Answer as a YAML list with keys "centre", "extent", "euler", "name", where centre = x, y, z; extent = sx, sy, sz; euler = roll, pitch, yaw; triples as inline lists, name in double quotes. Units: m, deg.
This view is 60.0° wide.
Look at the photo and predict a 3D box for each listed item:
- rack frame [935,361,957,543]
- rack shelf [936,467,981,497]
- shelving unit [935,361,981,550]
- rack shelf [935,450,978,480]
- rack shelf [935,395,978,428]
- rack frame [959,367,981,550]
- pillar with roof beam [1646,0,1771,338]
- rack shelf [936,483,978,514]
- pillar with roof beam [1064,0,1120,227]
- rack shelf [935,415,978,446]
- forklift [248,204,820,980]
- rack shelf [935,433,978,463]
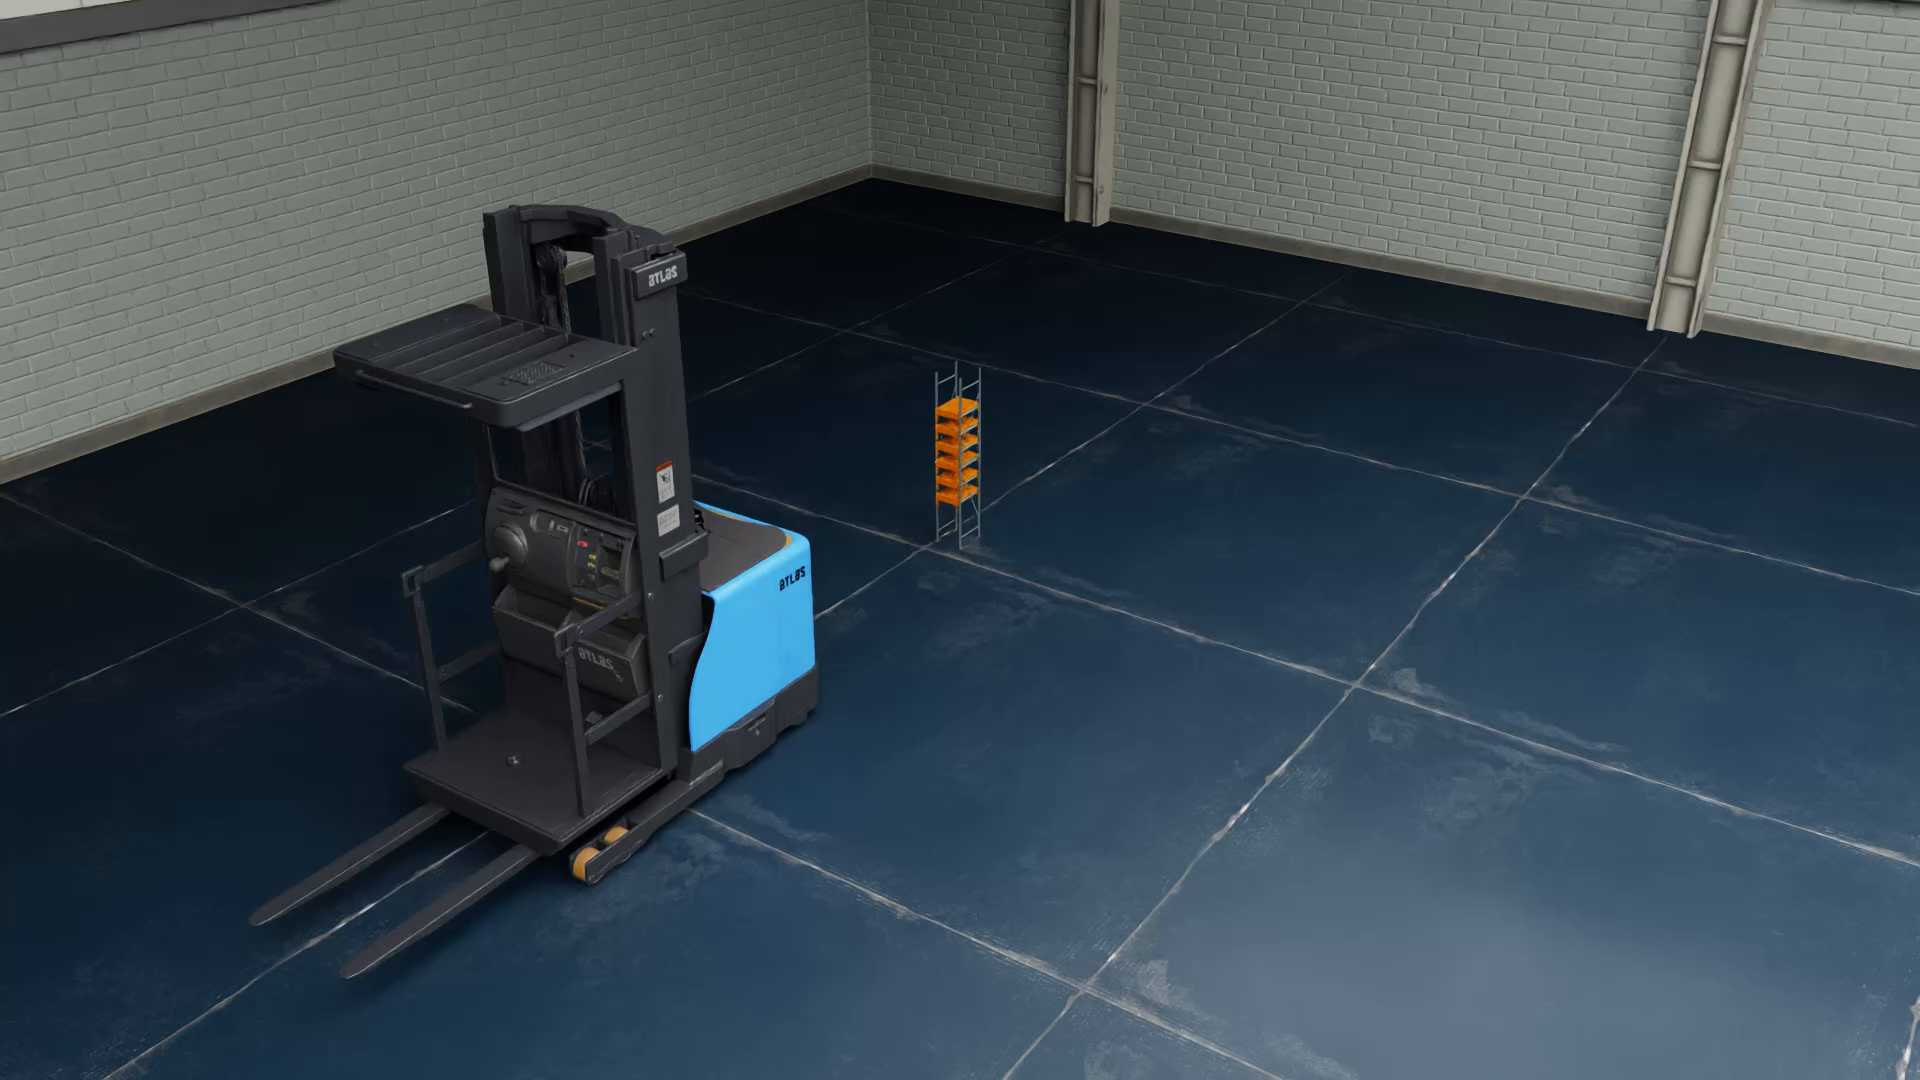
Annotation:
- centre: [-0.087, -0.562, 10.805]
  extent: [0.006, 1.200, 0.240]
  euler: [17, 32, 30]
  name: "rack frame"
- centre: [-0.012, -0.392, 10.834]
  extent: [0.180, 0.103, 0.258]
  euler: [17, 32, 30]
  name: "rack shelf"
- centre: [-0.012, -0.538, 10.759]
  extent: [0.189, 1.200, 0.258]
  euler: [17, 32, 30]
  name: "shelving unit"
- centre: [-0.012, -0.499, 10.779]
  extent: [0.180, 0.103, 0.258]
  euler: [17, 32, 30]
  name: "rack shelf"
- centre: [-0.012, -0.820, 10.616]
  extent: [0.180, 0.103, 0.258]
  euler: [17, 32, 30]
  name: "rack shelf"
- centre: [0.063, -0.515, 10.713]
  extent: [0.006, 1.200, 0.240]
  euler: [17, 32, 30]
  name: "rack frame"
- centre: [3.863, -4.262, 9.478]
  extent: [0.400, 9.000, 9.100]
  euler: [17, 32, 30]
  name: "pillar with roof beam"
- centre: [-0.012, -0.285, 10.888]
  extent: [0.180, 0.103, 0.258]
  euler: [17, 32, 30]
  name: "rack shelf"
- centre: [-1.083, -5.803, 12.505]
  extent: [0.400, 9.000, 9.100]
  euler: [17, 32, 30]
  name: "pillar with roof beam"
- centre: [-0.012, -0.713, 10.670]
  extent: [0.180, 0.103, 0.258]
  euler: [17, 32, 30]
  name: "rack shelf"
- centre: [-2.002, 0.068, 7.660]
  extent: [1.130, 2.935, 3.031]
  euler: [17, 31, 29]
  name: "forklift"
- centre: [-0.012, -0.606, 10.725]
  extent: [0.180, 0.103, 0.258]
  euler: [17, 32, 30]
  name: "rack shelf"
